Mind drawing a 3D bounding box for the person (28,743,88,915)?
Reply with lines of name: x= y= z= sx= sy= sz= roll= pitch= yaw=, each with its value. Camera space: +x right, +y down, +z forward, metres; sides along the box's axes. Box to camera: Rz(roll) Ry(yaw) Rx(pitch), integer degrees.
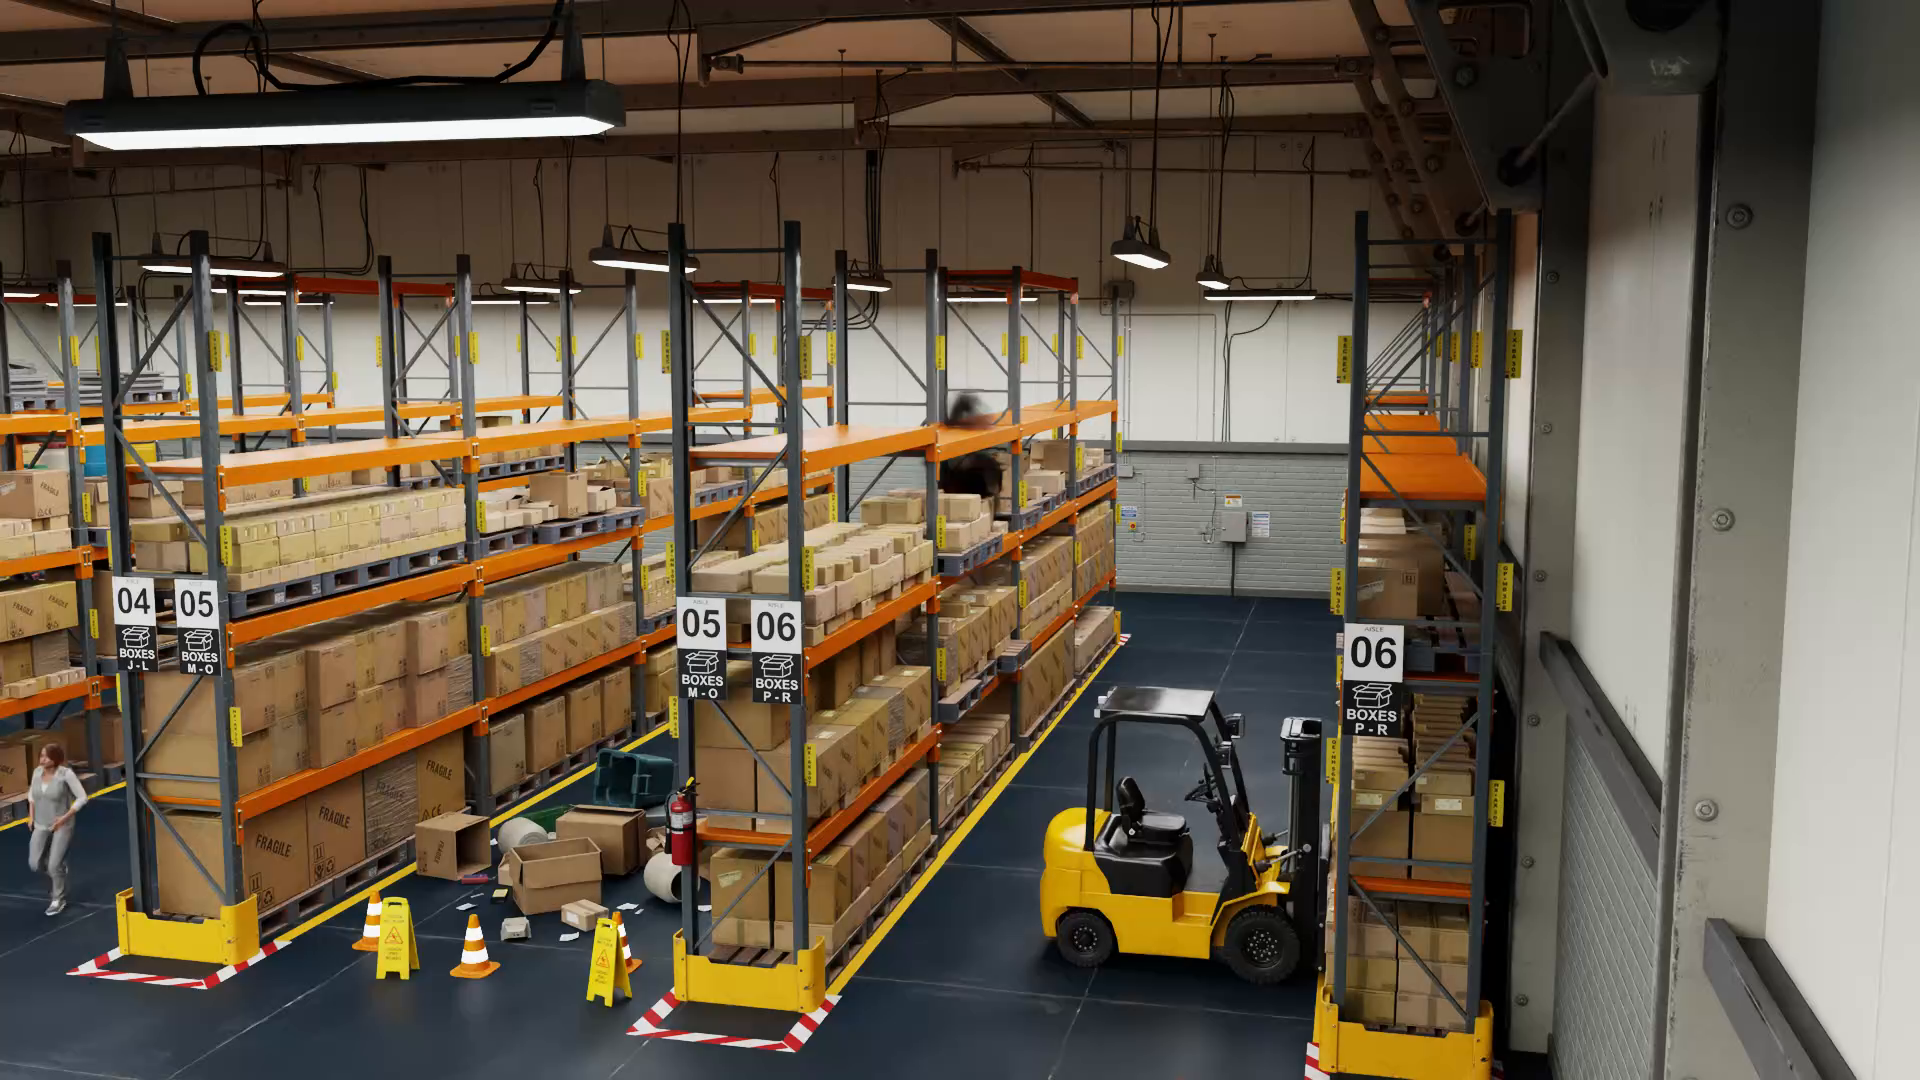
person: x=-8.134 y=2.591 z=15.003 sx=0.567 sy=1.552 sz=0.524 roll=0 pitch=7 yaw=1
